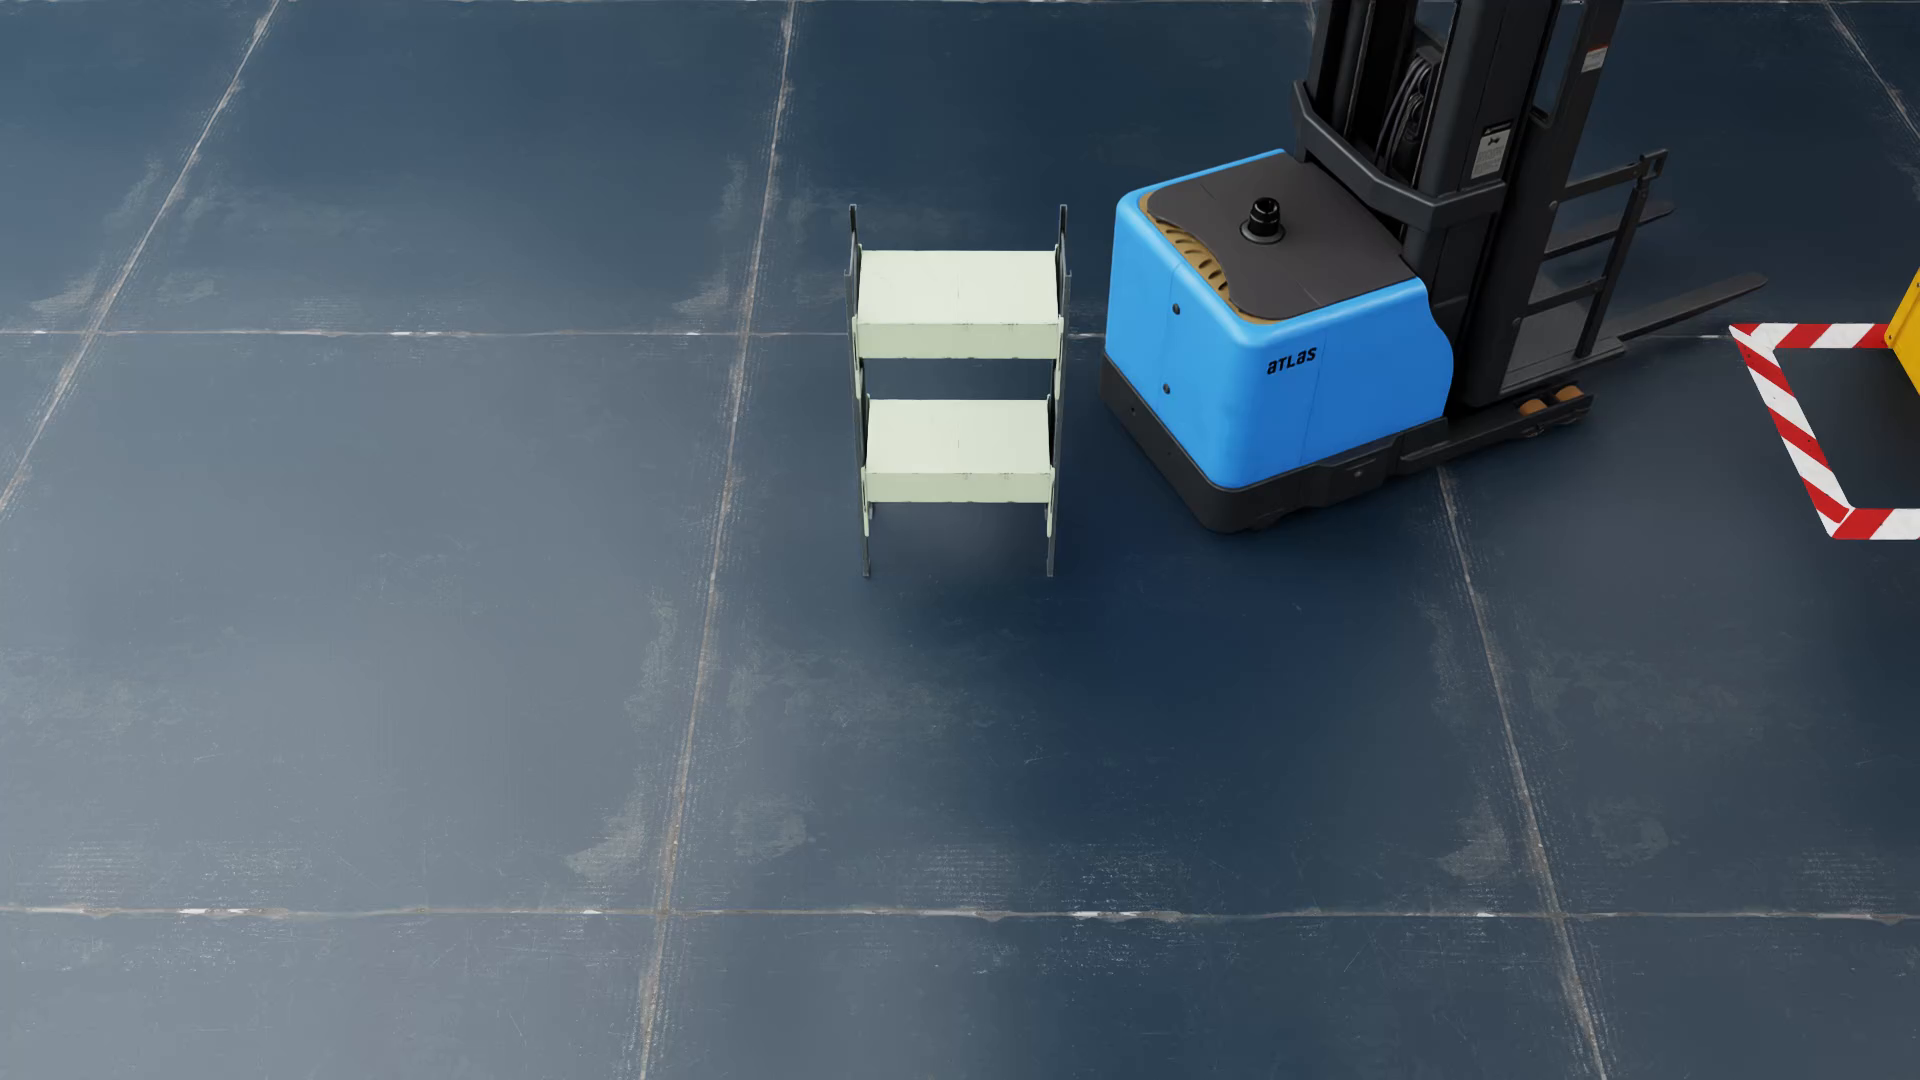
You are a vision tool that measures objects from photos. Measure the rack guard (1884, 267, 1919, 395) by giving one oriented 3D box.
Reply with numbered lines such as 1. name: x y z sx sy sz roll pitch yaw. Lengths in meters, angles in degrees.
1. rack guard: 4.397 -0.706 7.066 0.348 0.500 1.175 0 47 0

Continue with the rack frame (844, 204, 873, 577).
1. rack frame: -0.373 -0.512 6.202 0.023 1.500 0.400 0 47 0

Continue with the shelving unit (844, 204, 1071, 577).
1. shelving unit: -0.007 -0.511 6.201 0.755 1.500 0.431 0 47 0

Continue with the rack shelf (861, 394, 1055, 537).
1. rack shelf: -0.007 -0.289 6.440 0.720 0.370 0.431 0 47 0

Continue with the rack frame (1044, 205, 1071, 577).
1. rack frame: 0.359 -0.510 6.200 0.023 1.500 0.400 0 47 0

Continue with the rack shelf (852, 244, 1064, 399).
1. rack shelf: -0.007 -0.777 5.915 0.720 0.370 0.431 0 47 0

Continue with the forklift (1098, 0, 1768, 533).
1. forklift: 2.161 -1.772 6.397 3.031 2.935 1.130 -19 50 -17
